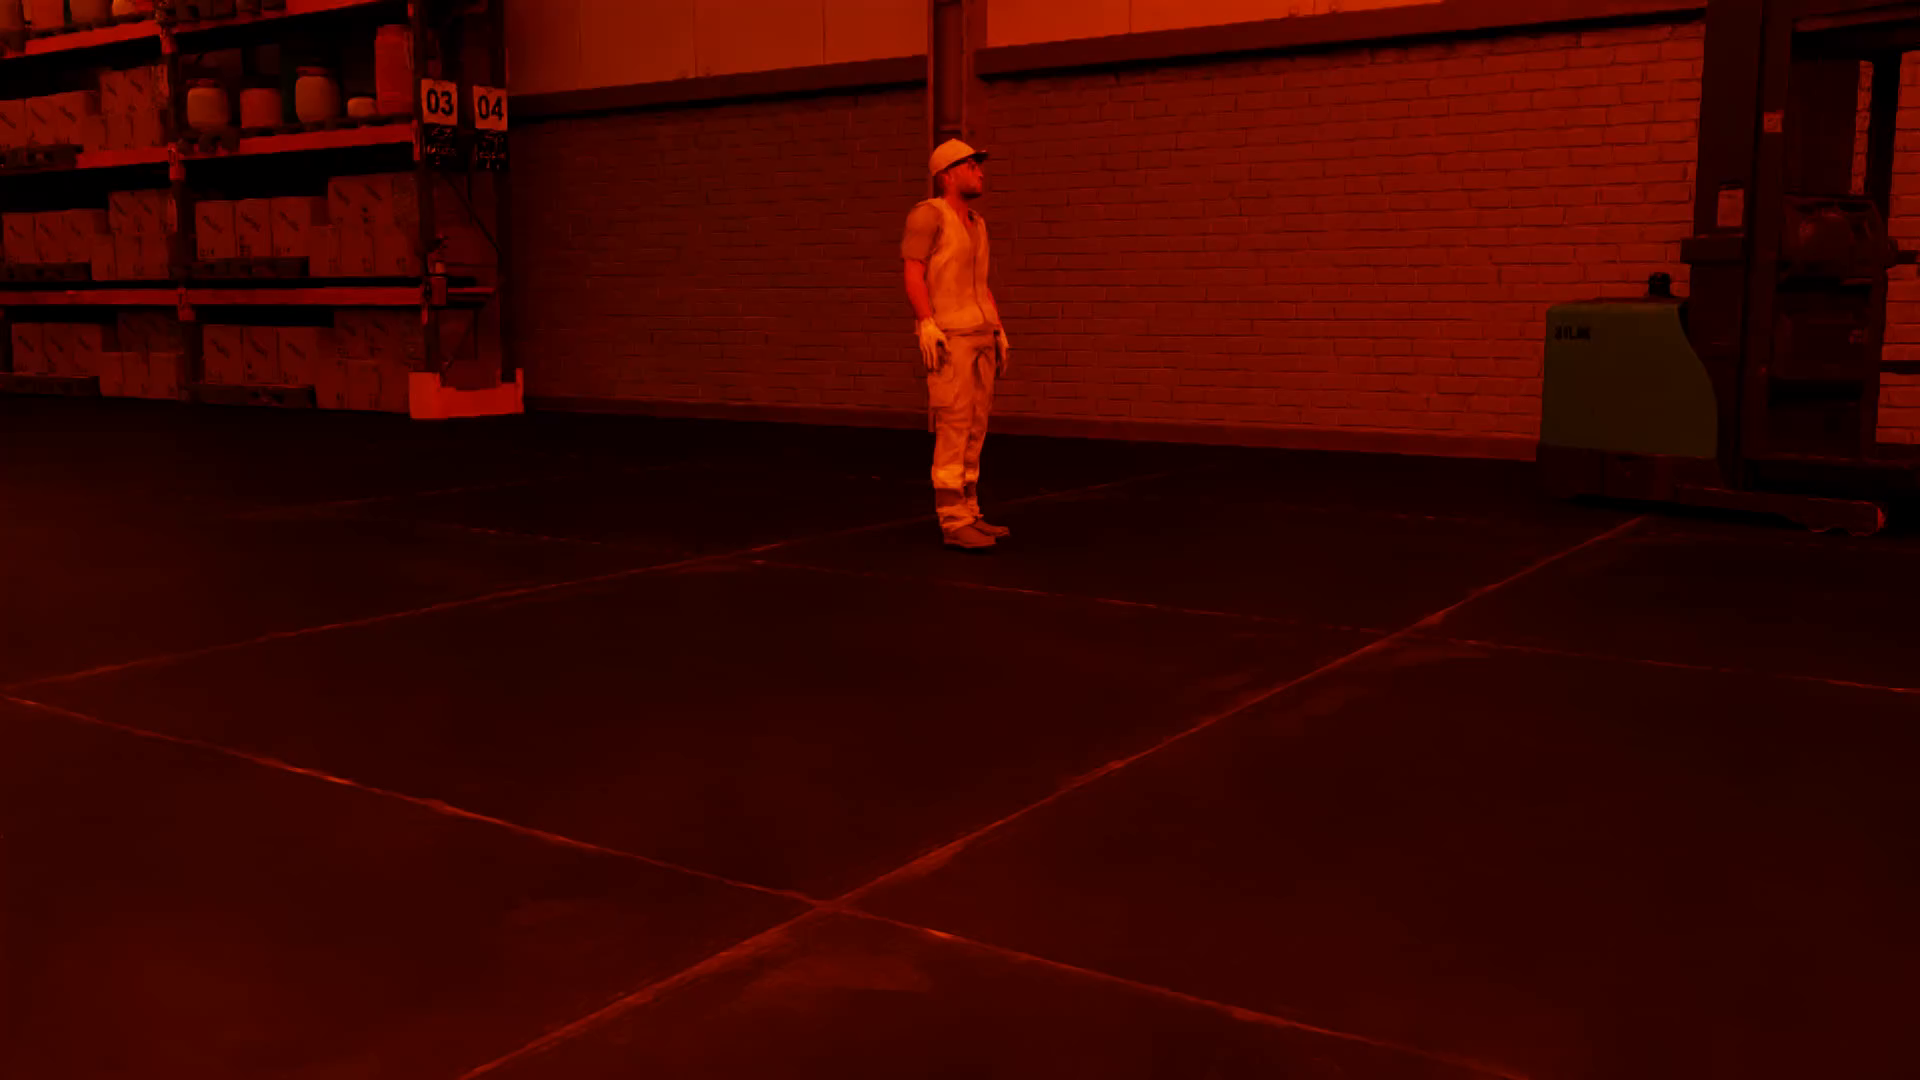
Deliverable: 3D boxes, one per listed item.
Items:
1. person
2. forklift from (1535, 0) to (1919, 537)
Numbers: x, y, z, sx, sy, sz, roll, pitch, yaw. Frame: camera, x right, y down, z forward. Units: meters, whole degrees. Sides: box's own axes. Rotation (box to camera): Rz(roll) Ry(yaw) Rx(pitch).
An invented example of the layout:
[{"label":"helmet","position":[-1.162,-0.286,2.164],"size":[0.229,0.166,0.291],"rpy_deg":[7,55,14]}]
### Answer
[{"label":"person","position":[0.061,-0.885,7.423],"size":[0.563,1.787,0.637],"rpy_deg":[5,10,34]},{"label":"forklift","position":[4.423,-1.539,8.017],"size":[1.130,2.935,3.031],"rpy_deg":[-6,10,-36]}]
